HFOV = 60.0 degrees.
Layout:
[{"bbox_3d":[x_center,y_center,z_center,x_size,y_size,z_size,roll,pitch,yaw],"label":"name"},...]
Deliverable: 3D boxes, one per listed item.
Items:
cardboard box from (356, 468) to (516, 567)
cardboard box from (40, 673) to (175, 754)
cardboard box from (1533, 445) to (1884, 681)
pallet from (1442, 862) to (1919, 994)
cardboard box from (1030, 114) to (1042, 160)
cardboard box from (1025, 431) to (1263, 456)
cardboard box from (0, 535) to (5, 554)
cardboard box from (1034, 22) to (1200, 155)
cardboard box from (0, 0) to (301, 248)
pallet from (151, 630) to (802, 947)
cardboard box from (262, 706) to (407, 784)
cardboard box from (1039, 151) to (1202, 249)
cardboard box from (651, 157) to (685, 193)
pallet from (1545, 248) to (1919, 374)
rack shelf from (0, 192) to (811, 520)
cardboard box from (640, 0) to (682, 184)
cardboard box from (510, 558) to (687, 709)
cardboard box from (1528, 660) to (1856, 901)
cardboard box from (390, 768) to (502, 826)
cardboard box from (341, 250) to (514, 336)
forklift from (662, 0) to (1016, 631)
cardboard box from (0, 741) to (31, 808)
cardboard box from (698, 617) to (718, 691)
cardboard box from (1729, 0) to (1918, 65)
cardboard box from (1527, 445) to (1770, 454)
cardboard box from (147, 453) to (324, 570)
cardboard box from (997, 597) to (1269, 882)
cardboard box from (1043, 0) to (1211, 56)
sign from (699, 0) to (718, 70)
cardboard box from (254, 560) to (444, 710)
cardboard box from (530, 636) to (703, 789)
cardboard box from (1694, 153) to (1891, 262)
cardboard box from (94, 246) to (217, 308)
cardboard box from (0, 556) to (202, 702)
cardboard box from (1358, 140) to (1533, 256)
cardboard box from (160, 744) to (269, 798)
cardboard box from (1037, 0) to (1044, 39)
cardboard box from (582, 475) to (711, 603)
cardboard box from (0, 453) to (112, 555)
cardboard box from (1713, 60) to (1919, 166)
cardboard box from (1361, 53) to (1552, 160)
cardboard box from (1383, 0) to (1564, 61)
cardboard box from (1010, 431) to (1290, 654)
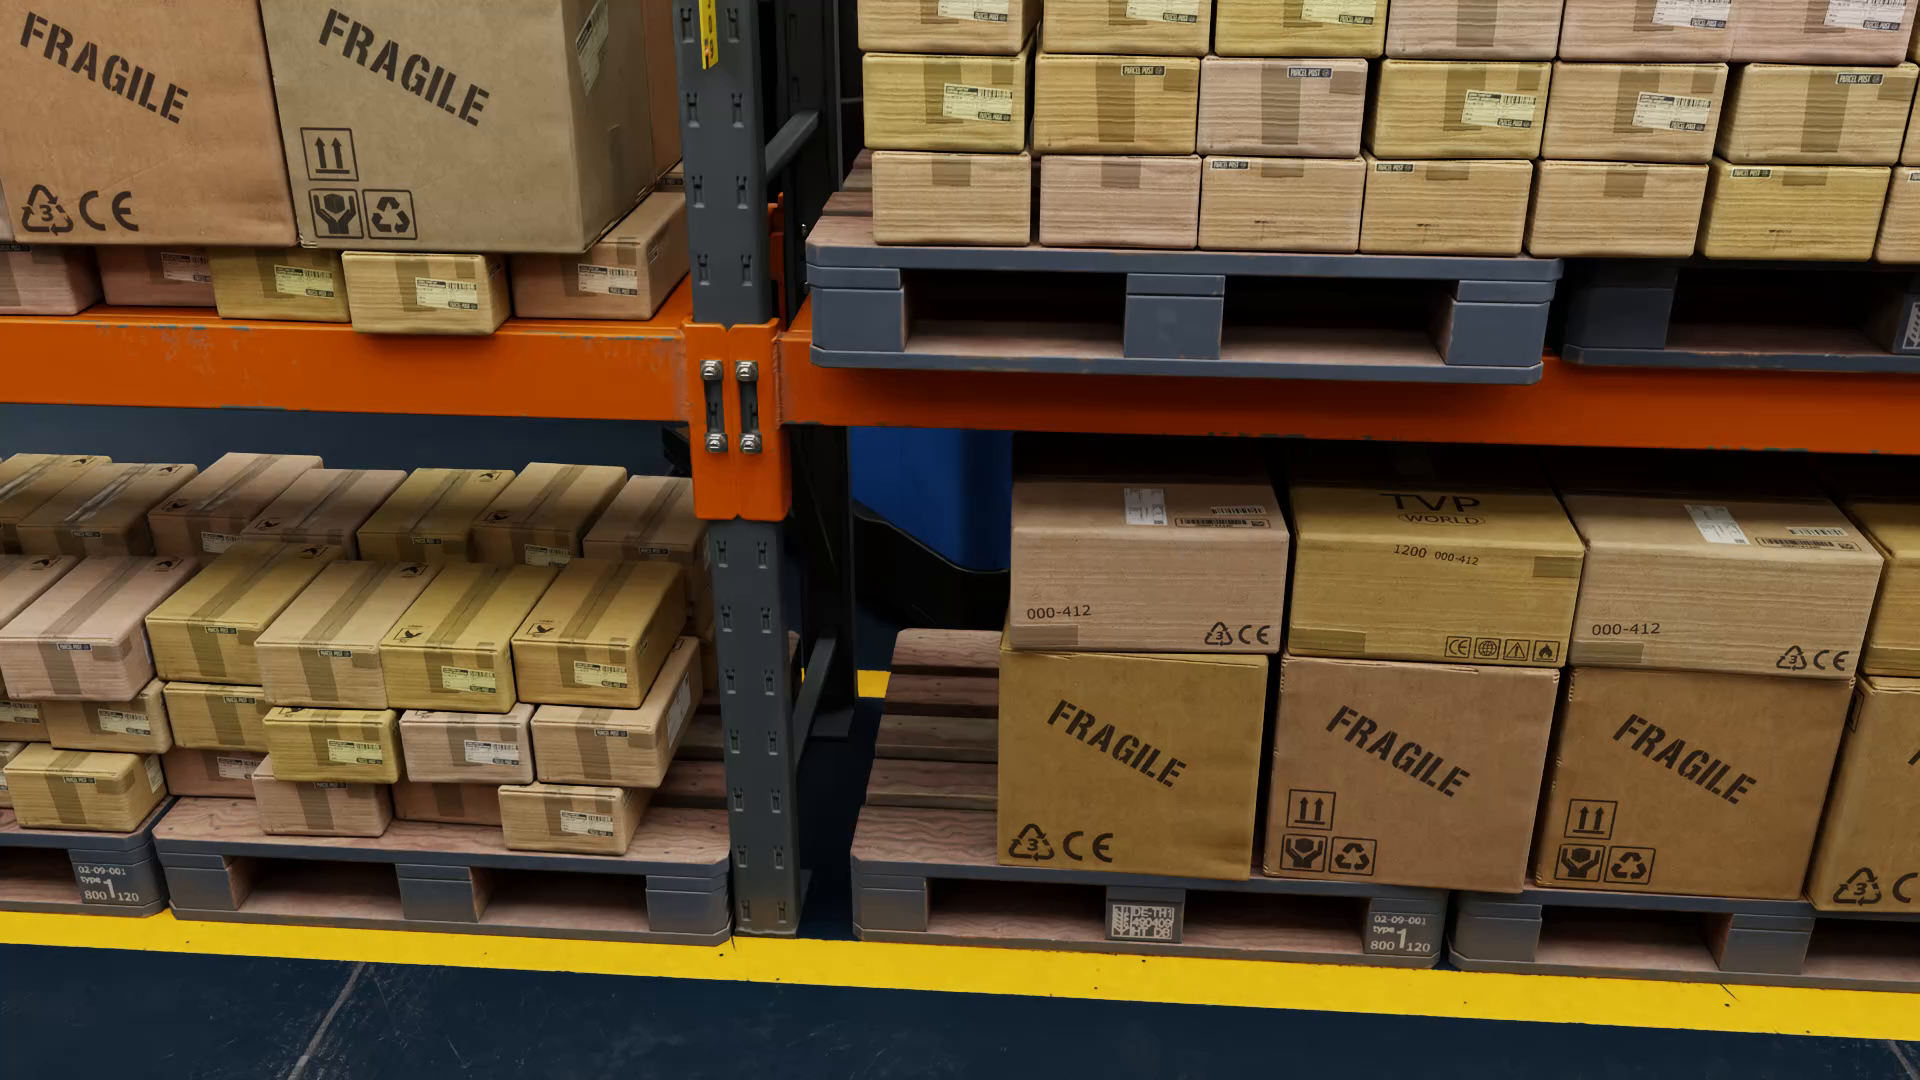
[{"bbox_3d":[-1.220,-0.029,3.920,0.250,0.149,0.380,2,25,3],"label":"cardboard box"},{"bbox_3d":[-1.742,0.294,3.576,0.250,0.149,0.380,2,25,5],"label":"cardboard box"},{"bbox_3d":[1.390,0.028,3.192,0.500,0.250,0.500,3,25,6],"label":"cardboard box"},{"bbox_3d":[1.630,0.585,3.727,1.213,0.211,1.003,2,25,4],"label":"pallet"},{"bbox_3d":[0.045,-0.891,3.396,0.250,0.149,0.380,1,25,3],"label":"cardboard box"},{"bbox_3d":[0.396,-0.222,3.734,0.500,0.250,0.500,1,25,3],"label":"cardboard box"},{"bbox_3d":[-2.286,0.122,3.593,0.250,0.149,0.380,2,25,4],"label":"cardboard box"},{"bbox_3d":[0.250,-0.744,2.722,0.250,0.149,0.380,1,25,3],"label":"cardboard box"},{"bbox_3d":[-1.388,-0.840,3.011,0.500,0.500,0.500,1,25,3],"label":"cardboard box"},{"bbox_3d":[-1.038,0.516,3.877,1.213,0.211,1.003,2,25,4],"label":"pallet"},{"bbox_3d":[-1.244,0.343,3.469,0.250,0.149,0.380,1,25,2],"label":"cardboard box"},{"bbox_3d":[0.268,-0.610,2.786,0.250,0.149,0.380,2,25,5],"label":"cardboard box"},{"bbox_3d":[-0.623,-0.776,3.648,0.250,0.149,0.380,3,25,6],"label":"cardboard box"},{"bbox_3d":[1.645,-0.575,3.142,1.213,0.211,1.003,2,25,4],"label":"pallet"},{"bbox_3d":[-2.360,-0.482,3.569,4.000,0.370,1.077,2,25,4],"label":"rack shelf"},{"bbox_3d":[-0.841,-1.046,3.459,0.500,0.500,0.500,1,25,3],"label":"cardboard box"},{"bbox_3d":[-0.741,0.187,3.452,0.250,0.149,0.380,3,25,5],"label":"cardboard box"},{"bbox_3d":[1.401,0.362,3.363,0.500,0.500,0.500,2,25,5],"label":"cardboard box"},{"bbox_3d":[-1.036,0.446,3.600,0.250,0.149,0.380,3,25,5],"label":"cardboard box"},{"bbox_3d":[-0.934,-0.505,3.059,0.250,0.149,0.380,1,25,3],"label":"cardboard box"},{"bbox_3d":[-0.369,-1.592,5.203,1.130,2.935,3.031,-16,29,-30],"label":"forklift"},{"bbox_3d":[-2.070,0.420,3.657,0.250,0.149,0.380,2,25,5],"label":"cardboard box"},{"bbox_3d":[-0.704,0.214,4.104,0.250,0.149,0.380,1,25,2],"label":"cardboard box"},{"bbox_3d":[1.281,-0.846,2.587,0.250,0.149,0.380,3,25,6],"label":"cardboard box"},{"bbox_3d":[1.436,-0.189,3.663,0.500,0.250,0.500,1,25,2],"label":"cardboard box"},{"bbox_3d":[-1.729,-0.070,4.010,0.250,0.149,0.380,2,25,5],"label":"cardboard box"},{"bbox_3d":[0.350,0.335,3.422,0.500,0.500,0.500,3,25,6],"label":"cardboard box"},{"bbox_3d":[0.270,-0.881,2.662,0.250,0.149,0.380,3,25,5],"label":"cardboard box"},{"bbox_3d":[-0.400,-0.911,2.606,0.005,0.325,0.100,2,25,4],"label":"sign"},{"bbox_3d":[-1.247,0.190,3.445,0.250,0.149,0.380,2,25,4],"label":"cardboard box"},{"bbox_3d":[-0.704,0.347,3.459,0.250,0.149,0.380,2,25,5],"label":"cardboard box"},{"bbox_3d":[1.294,-0.577,2.714,0.250,0.149,0.380,1,25,3],"label":"cardboard box"},{"bbox_3d":[-1.448,-0.575,3.212,0.250,0.149,0.380,1,25,3],"label":"cardboard box"},{"bbox_3d":[-1.777,0.179,3.469,0.250,0.149,0.380,1,25,1],"label":"cardboard box"},{"bbox_3d":[0.768,-0.592,2.747,0.250,0.149,0.380,2,25,5],"label":"cardboard box"},{"bbox_3d":[-1.558,0.406,3.688,0.250,0.149,0.380,1,25,3],"label":"cardboard box"},{"bbox_3d":[0.046,-1.026,3.333,0.250,0.149,0.380,3,25,6],"label":"cardboard box"},{"bbox_3d":[-0.694,-0.008,3.875,0.250,0.149,0.380,3,25,6],"label":"cardboard box"},{"bbox_3d":[-2.250,-0.068,4.006,0.250,0.149,0.380,2,25,4],"label":"cardboard box"},{"bbox_3d":[1.300,-0.712,2.651,0.250,0.149,0.380,1,25,3],"label":"cardboard box"},{"bbox_3d":[0.767,-0.728,2.686,0.250,0.149,0.380,1,25,2],"label":"cardboard box"},{"bbox_3d":[0.774,-0.862,2.622,0.250,0.149,0.380,2,25,3],"label":"cardboard box"},{"bbox_3d":[0.351,-0.006,3.266,0.500,0.250,0.500,1,25,2],"label":"cardboard box"}]
